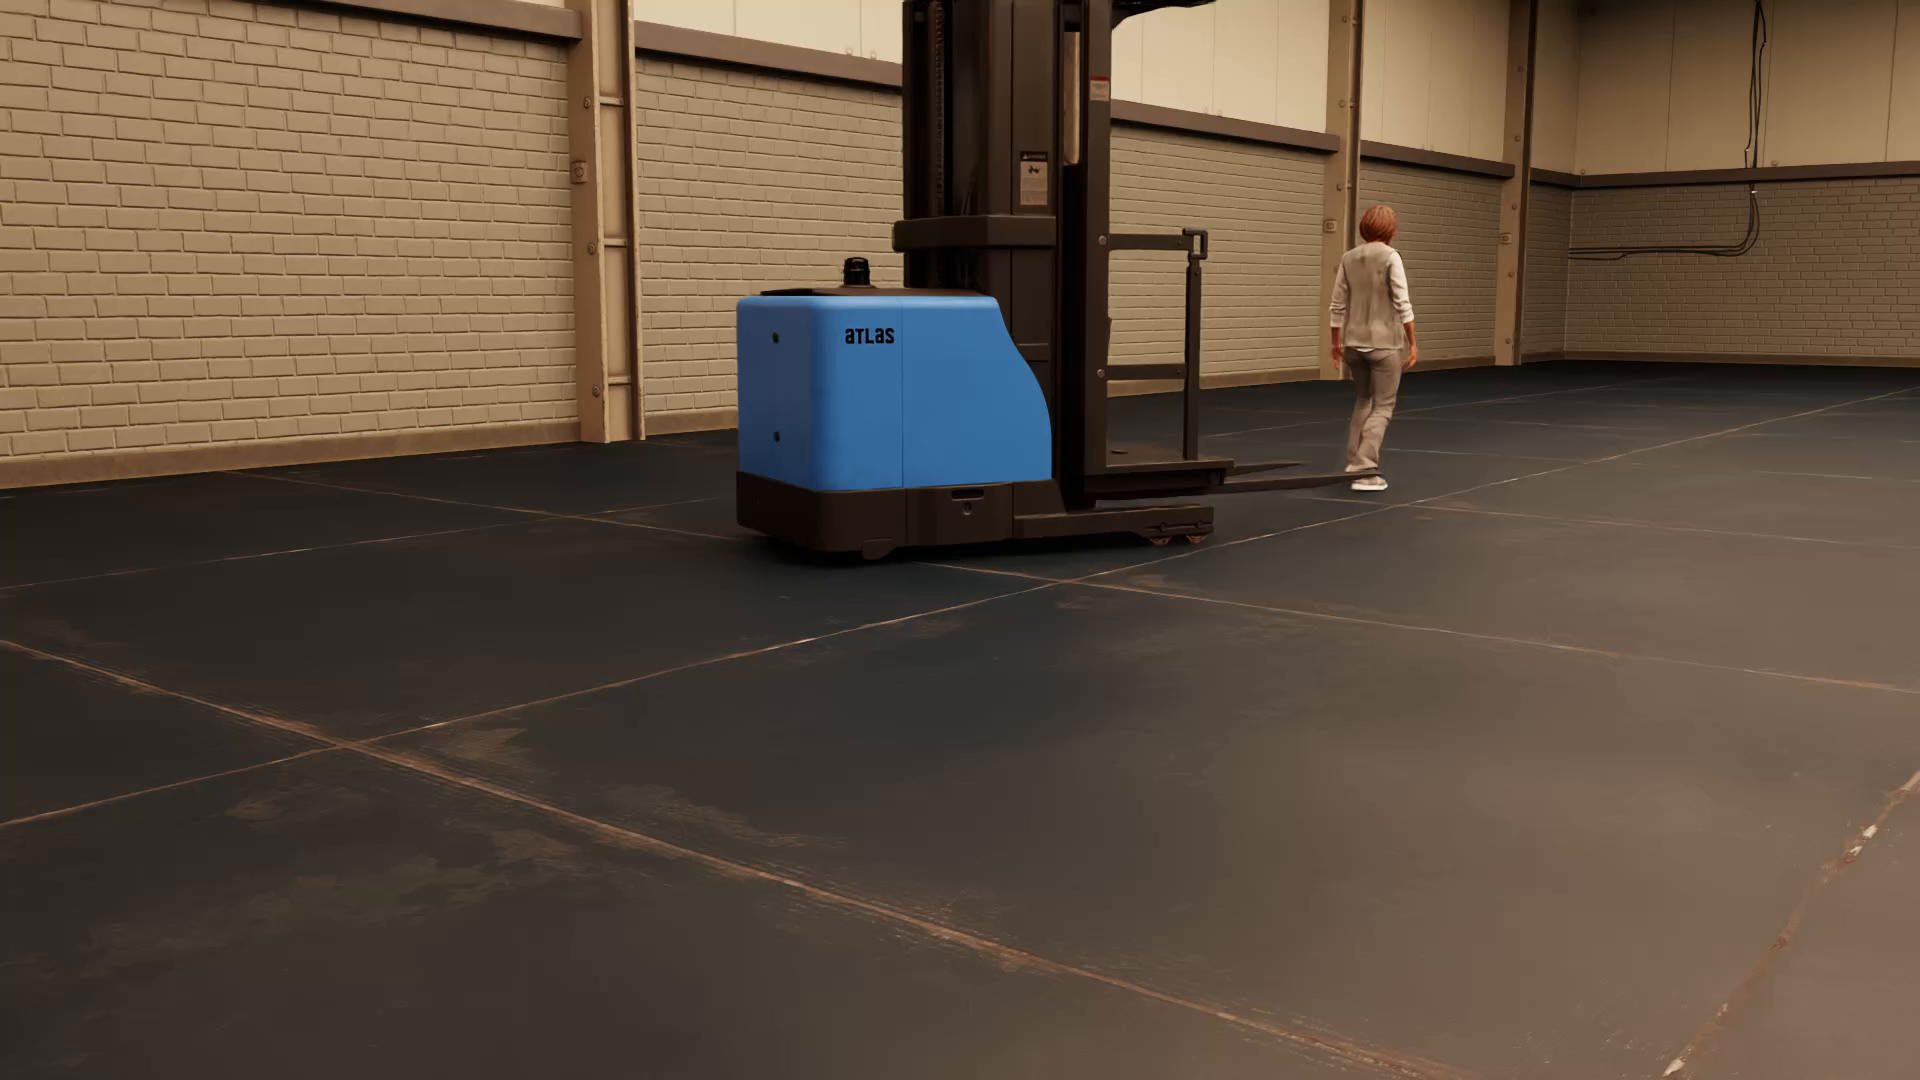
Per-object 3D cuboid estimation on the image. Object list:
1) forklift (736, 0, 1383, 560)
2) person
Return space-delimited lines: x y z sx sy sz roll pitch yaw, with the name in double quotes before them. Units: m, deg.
"forklift" 0.554 -1.494 7.490 3.031 2.935 1.130 -4 9 -27
"person" 2.309 -1.043 9.273 0.461 1.627 0.510 -7 11 -39
